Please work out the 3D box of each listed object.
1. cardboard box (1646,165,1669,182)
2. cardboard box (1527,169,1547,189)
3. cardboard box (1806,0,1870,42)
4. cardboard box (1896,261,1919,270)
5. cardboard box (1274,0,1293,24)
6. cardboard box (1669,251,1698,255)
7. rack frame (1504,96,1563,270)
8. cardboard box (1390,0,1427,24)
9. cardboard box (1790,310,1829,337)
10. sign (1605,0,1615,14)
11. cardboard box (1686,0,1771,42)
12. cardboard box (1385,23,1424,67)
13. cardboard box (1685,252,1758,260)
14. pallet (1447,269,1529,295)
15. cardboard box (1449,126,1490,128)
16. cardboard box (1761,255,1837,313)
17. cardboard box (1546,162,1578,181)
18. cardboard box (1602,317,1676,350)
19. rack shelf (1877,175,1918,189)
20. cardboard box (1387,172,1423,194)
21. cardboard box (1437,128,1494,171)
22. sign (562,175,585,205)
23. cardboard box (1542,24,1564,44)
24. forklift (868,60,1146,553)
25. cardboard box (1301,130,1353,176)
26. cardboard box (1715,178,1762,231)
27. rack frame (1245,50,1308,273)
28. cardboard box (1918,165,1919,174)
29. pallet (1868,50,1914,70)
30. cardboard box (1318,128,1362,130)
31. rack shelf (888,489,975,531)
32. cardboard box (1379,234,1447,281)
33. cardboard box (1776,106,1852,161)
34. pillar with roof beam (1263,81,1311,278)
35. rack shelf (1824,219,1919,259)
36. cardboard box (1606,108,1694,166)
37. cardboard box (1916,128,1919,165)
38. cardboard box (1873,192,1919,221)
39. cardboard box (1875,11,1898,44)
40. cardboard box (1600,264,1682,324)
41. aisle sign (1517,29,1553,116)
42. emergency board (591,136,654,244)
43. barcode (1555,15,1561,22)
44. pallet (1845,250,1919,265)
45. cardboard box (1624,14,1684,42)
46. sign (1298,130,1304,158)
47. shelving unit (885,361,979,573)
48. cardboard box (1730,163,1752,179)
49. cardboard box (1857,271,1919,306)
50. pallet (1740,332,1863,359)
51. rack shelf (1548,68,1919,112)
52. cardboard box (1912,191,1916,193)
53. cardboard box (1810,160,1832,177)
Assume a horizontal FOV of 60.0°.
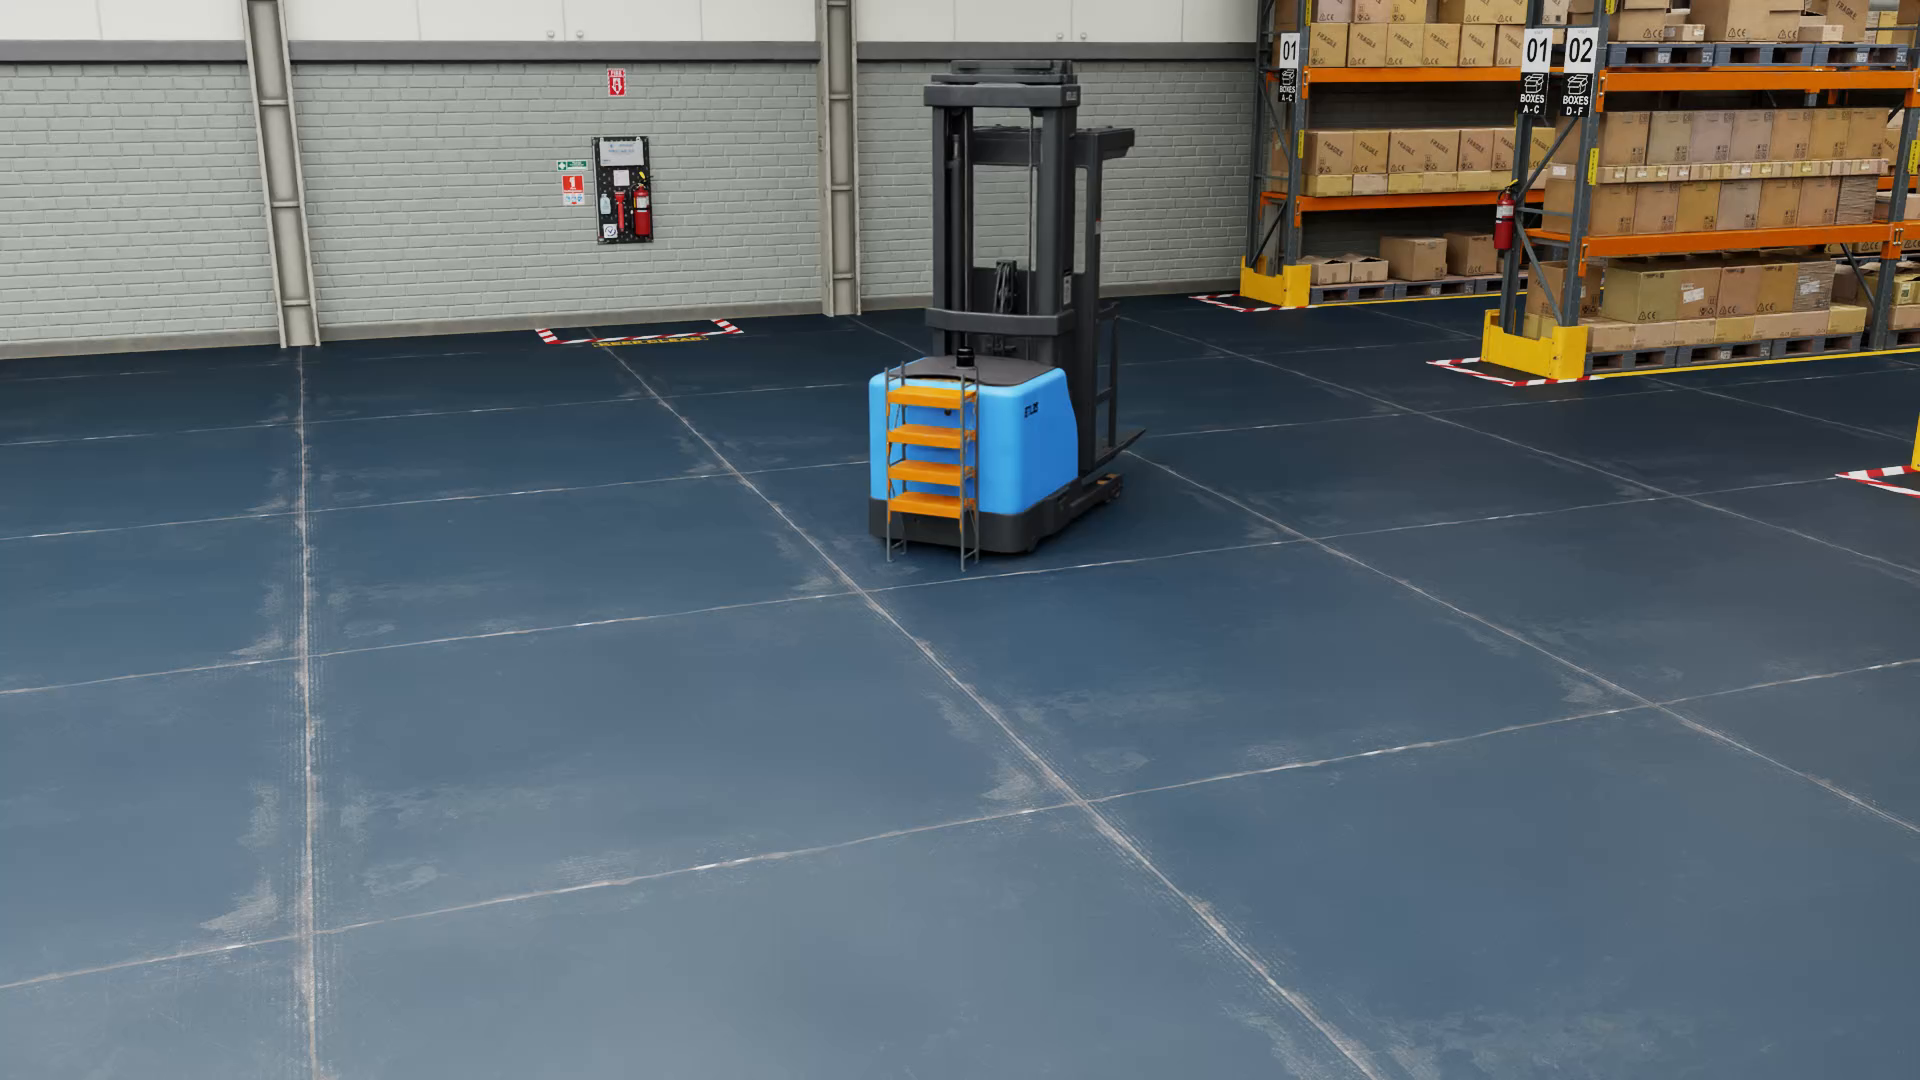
[{"bbox_3d":[6.552,-3.522,15.939,0.250,0.149,0.380,-6,17,-20],"label":"cardboard box"},{"bbox_3d":[7.255,-4.644,21.320,0.500,0.250,0.500,-6,17,-20],"label":"cardboard box"},{"bbox_3d":[8.800,-5.305,16.847,0.500,0.500,0.500,-5,17,-16],"label":"cardboard box"},{"bbox_3d":[10.591,-2.902,18.297,0.500,0.311,0.500,-6,17,-20],"label":"cardboard box"},{"bbox_3d":[4.162,-6.520,20.164,0.500,0.500,0.500,-5,17,-18],"label":"cardboard box"},{"bbox_3d":[9.694,-4.084,22.837,0.500,0.500,0.700,-6,17,-20],"label":"cardboard box"},{"bbox_3d":[7.588,-4.834,21.736,0.127,3.000,1.000,-6,17,-20],"label":"rack frame"},{"bbox_3d":[5.261,-6.474,20.010,0.500,0.500,0.500,-6,17,-19],"label":"cardboard box"},{"bbox_3d":[8.539,-2.261,17.109,0.500,0.250,0.500,-6,17,-20],"label":"cardboard box"},{"bbox_3d":[5.822,-4.878,14.869,0.005,0.325,0.100,-6,17,-20],"label":"sign"},{"bbox_3d":[7.278,-4.979,15.735,0.500,0.500,0.500,-6,17,-20],"label":"cardboard box"},{"bbox_3d":[5.253,-5.994,20.148,0.500,0.500,0.500,-5,17,-18],"label":"cardboard box"},{"bbox_3d":[7.886,-2.708,17.299,0.500,0.500,0.500,-6,17,-20],"label":"cardboard box"},{"bbox_3d":[6.974,-3.419,21.866,1.213,0.211,1.003,-6,17,-20],"label":"pallet"},{"bbox_3d":[6.590,-5.088,21.500,0.500,0.500,0.500,-6,17,-20],"label":"cardboard box"},{"bbox_3d":[8.539,-2.621,17.005,0.500,0.500,0.500,-6,17,-20],"label":"cardboard box"},{"bbox_3d":[5.918,-3.576,16.122,0.250,0.149,0.380,-6,18,-21],"label":"cardboard box"},{"bbox_3d":[6.675,-2.057,16.414,0.500,0.250,0.500,-6,17,-20],"label":"cardboard box"},{"bbox_3d":[13.191,-5.094,23.897,4.000,0.370,1.077,-6,17,-20],"label":"rack shelf"},{"bbox_3d":[5.380,-4.440,20.625,0.500,0.250,0.500,-6,18,-21],"label":"cardboard box"},{"bbox_3d":[6.320,-4.903,20.869,0.500,0.500,0.500,-7,18,-22],"label":"cardboard box"},{"bbox_3d":[-4.280,-3.873,18.401,0.234,0.329,0.001,-6,17,-20],"label":"sign"},{"bbox_3d":[7.203,-6.215,20.901,0.500,0.500,0.500,-6,17,-19],"label":"cardboard box"},{"bbox_3d":[0.493,-1.698,11.179,1.130,2.935,3.031,7,18,23],"label":"forklift"},{"bbox_3d":[4.407,-4.697,20.170,0.500,0.500,0.500,-6,17,-20],"label":"cardboard box"},{"bbox_3d":[7.514,-3.376,16.594,0.500,0.500,0.700,-6,17,-18],"label":"cardboard box"},{"bbox_3d":[3.853,-4.431,20.363,0.127,3.000,1.000,-6,17,-20],"label":"rack frame"},{"bbox_3d":[13.642,-5.305,23.748,0.250,0.149,0.380,-7,18,-22],"label":"cardboard box"},{"bbox_3d":[10.184,-4.971,17.218,1.217,0.209,0.805,-7,18,-22],"label":"pallet"},{"bbox_3d":[4.691,-4.880,20.791,0.500,0.500,0.500,-6,17,-19],"label":"cardboard box"},{"bbox_3d":[-0.163,-0.183,10.036,0.480,0.148,0.258,7,18,23],"label":"rack shelf"},{"bbox_3d":[5.767,-3.607,21.212,0.500,0.500,0.700,-7,18,-24],"label":"cardboard box"},{"bbox_3d":[8.481,-4.104,16.769,0.500,0.500,0.700,-6,17,-20],"label":"cardboard box"},{"bbox_3d":[5.738,-6.475,16.676,0.400,9.000,9.100,-6,17,-20],"label":"pillar with roof beam"},{"bbox_3d":[11.232,-3.388,18.087,4.000,0.370,1.077,-6,17,-20],"label":"rack shelf"},{"bbox_3d":[6.608,-3.902,16.081,0.500,0.500,0.700,-7,18,-22],"label":"cardboard box"},{"bbox_3d":[13.308,-5.574,23.514,0.500,0.500,0.500,-6,17,-19],"label":"cardboard box"},{"bbox_3d":[9.809,-3.520,17.528,0.500,0.250,0.500,-5,17,-17],"label":"cardboard box"},{"bbox_3d":[12.753,-7.119,23.236,0.500,0.500,0.700,-5,17,-17],"label":"cardboard box"},{"bbox_3d":[6.676,-2.416,16.306,0.500,0.500,0.500,-6,17,-20],"label":"cardboard box"},{"bbox_3d":[5.463,-4.446,15.800,0.004,0.787,0.394,-6,17,-20],"label":"aisle sign"},{"bbox_3d":[-3.727,-3.885,18.504,0.643,1.169,0.194,-6,17,-20],"label":"emergency board"},{"bbox_3d":[5.739,-5.003,15.957,0.075,0.075,0.001,-6,17,-20],"label":"barcode"},{"bbox_3d":[13.224,-4.081,24.120,1.213,0.211,1.003,-6,17,-20],"label":"pallet"},{"bbox_3d":[6.610,-4.949,16.077,0.500,0.250,0.500,-6,17,-20],"label":"cardboard box"},{"bbox_3d":[4.048,-4.703,19.754,0.005,0.325,0.100,-6,17,-20],"label":"sign"},{"bbox_3d":[-0.163,-0.438,9.961,0.503,1.200,0.258,7,18,23],"label":"shelving unit"},{"bbox_3d":[7.508,-3.625,16.289,0.250,0.149,0.380,-6,17,-20],"label":"cardboard box"},{"bbox_3d":[9.840,-2.658,17.467,0.500,0.311,0.500,-6,17,-20],"label":"cardboard box"},{"bbox_3d":[8.607,-2.124,17.456,1.213,0.211,1.003,-6,17,-20],"label":"pallet"},{"bbox_3d":[7.497,-4.423,16.291,4.000,0.370,1.077,-6,17,-20],"label":"rack shelf"},{"bbox_3d":[14.498,-4.711,24.387,0.750,0.750,0.750,-6,17,-19],"label":"cardboard box"},{"bbox_3d":[8.467,-3.728,16.642,0.250,0.149,0.380,-6,17,-20],"label":"cardboard box"}]
